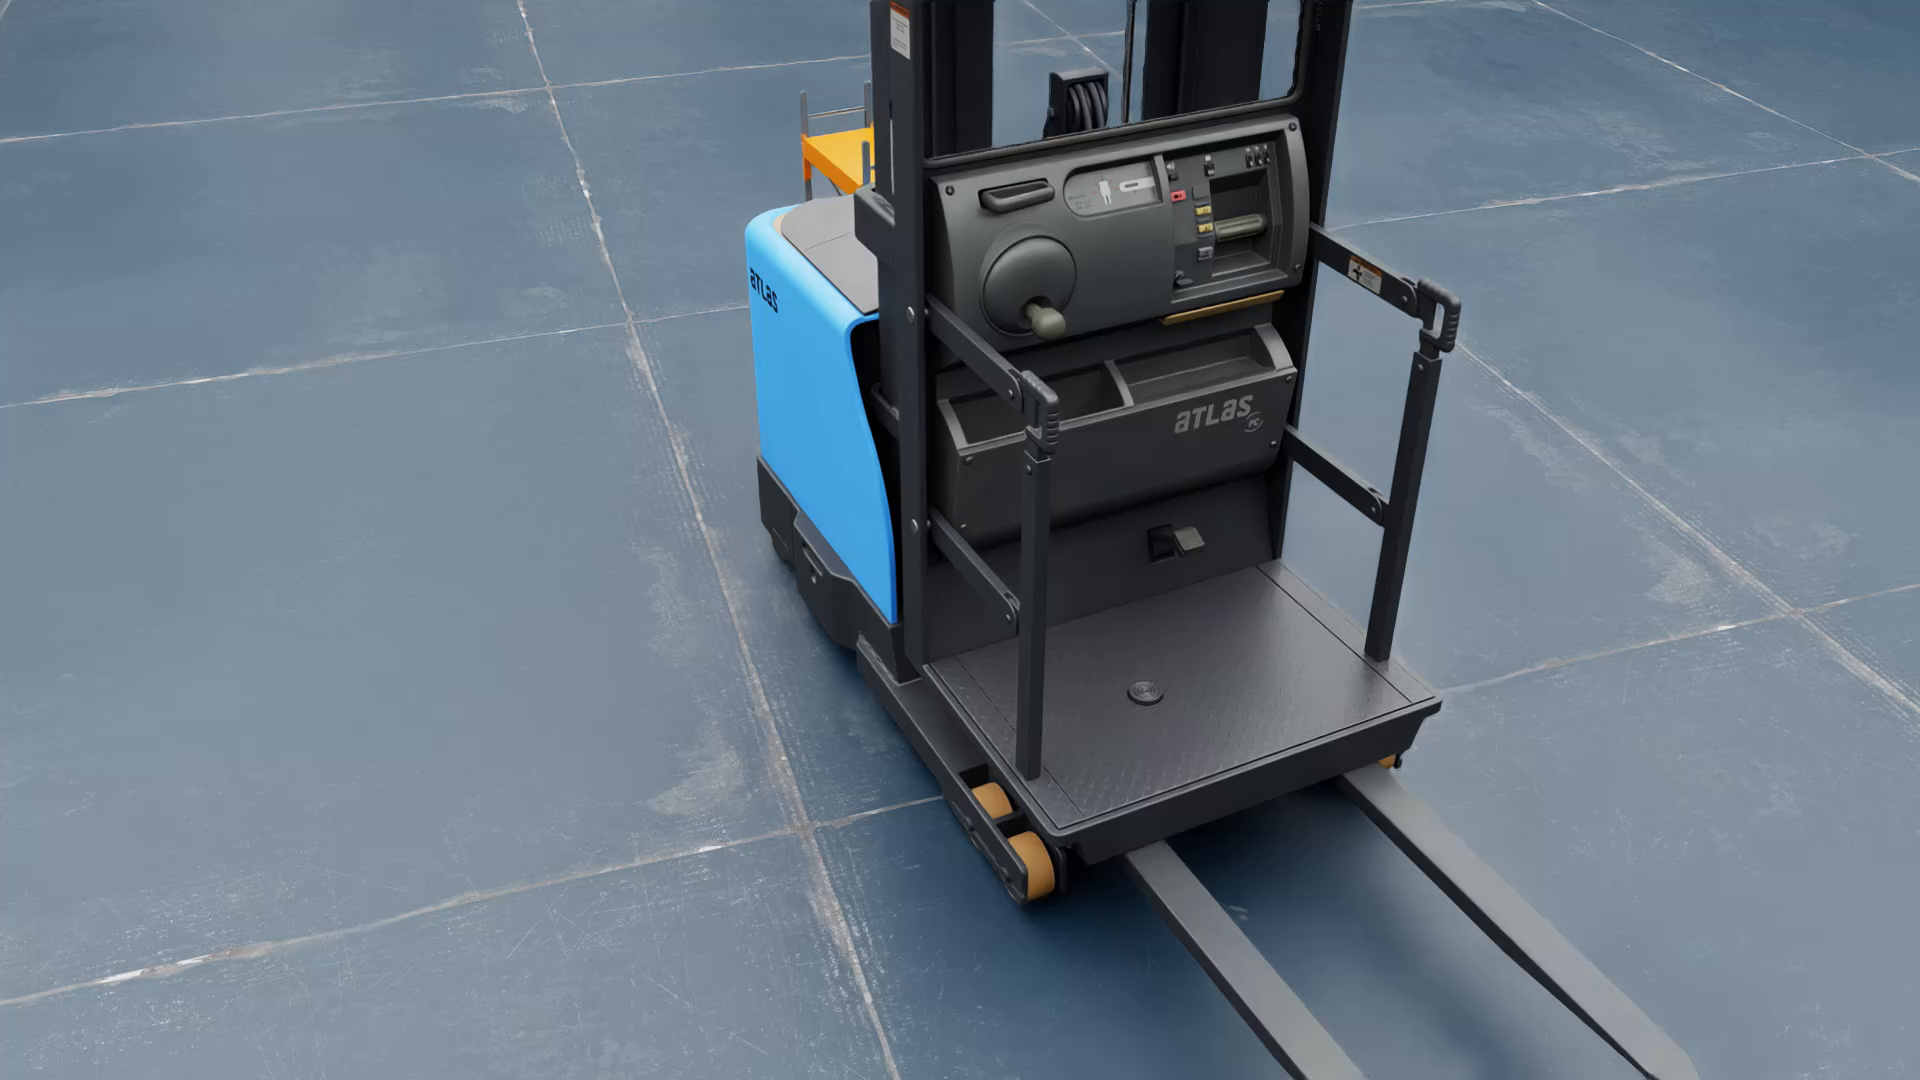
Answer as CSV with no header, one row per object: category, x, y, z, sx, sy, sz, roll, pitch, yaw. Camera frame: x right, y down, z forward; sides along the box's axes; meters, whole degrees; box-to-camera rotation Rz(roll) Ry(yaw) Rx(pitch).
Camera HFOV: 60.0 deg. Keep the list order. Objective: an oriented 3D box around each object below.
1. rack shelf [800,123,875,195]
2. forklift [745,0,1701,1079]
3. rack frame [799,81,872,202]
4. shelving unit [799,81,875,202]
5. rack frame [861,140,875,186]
rack shelf,-0.284,-1.131,5.161,0.258,0.148,0.480,-15,36,-22
forklift,0.480,-0.643,3.565,1.130,2.935,3.031,-15,36,-22
rack frame,-0.392,-0.924,5.560,0.240,1.200,0.015,-15,36,-22
shelving unit,-0.284,-0.803,5.378,0.258,1.200,0.503,-15,36,-22
rack frame,-0.176,-0.683,5.195,0.240,1.200,0.015,-15,36,-22
